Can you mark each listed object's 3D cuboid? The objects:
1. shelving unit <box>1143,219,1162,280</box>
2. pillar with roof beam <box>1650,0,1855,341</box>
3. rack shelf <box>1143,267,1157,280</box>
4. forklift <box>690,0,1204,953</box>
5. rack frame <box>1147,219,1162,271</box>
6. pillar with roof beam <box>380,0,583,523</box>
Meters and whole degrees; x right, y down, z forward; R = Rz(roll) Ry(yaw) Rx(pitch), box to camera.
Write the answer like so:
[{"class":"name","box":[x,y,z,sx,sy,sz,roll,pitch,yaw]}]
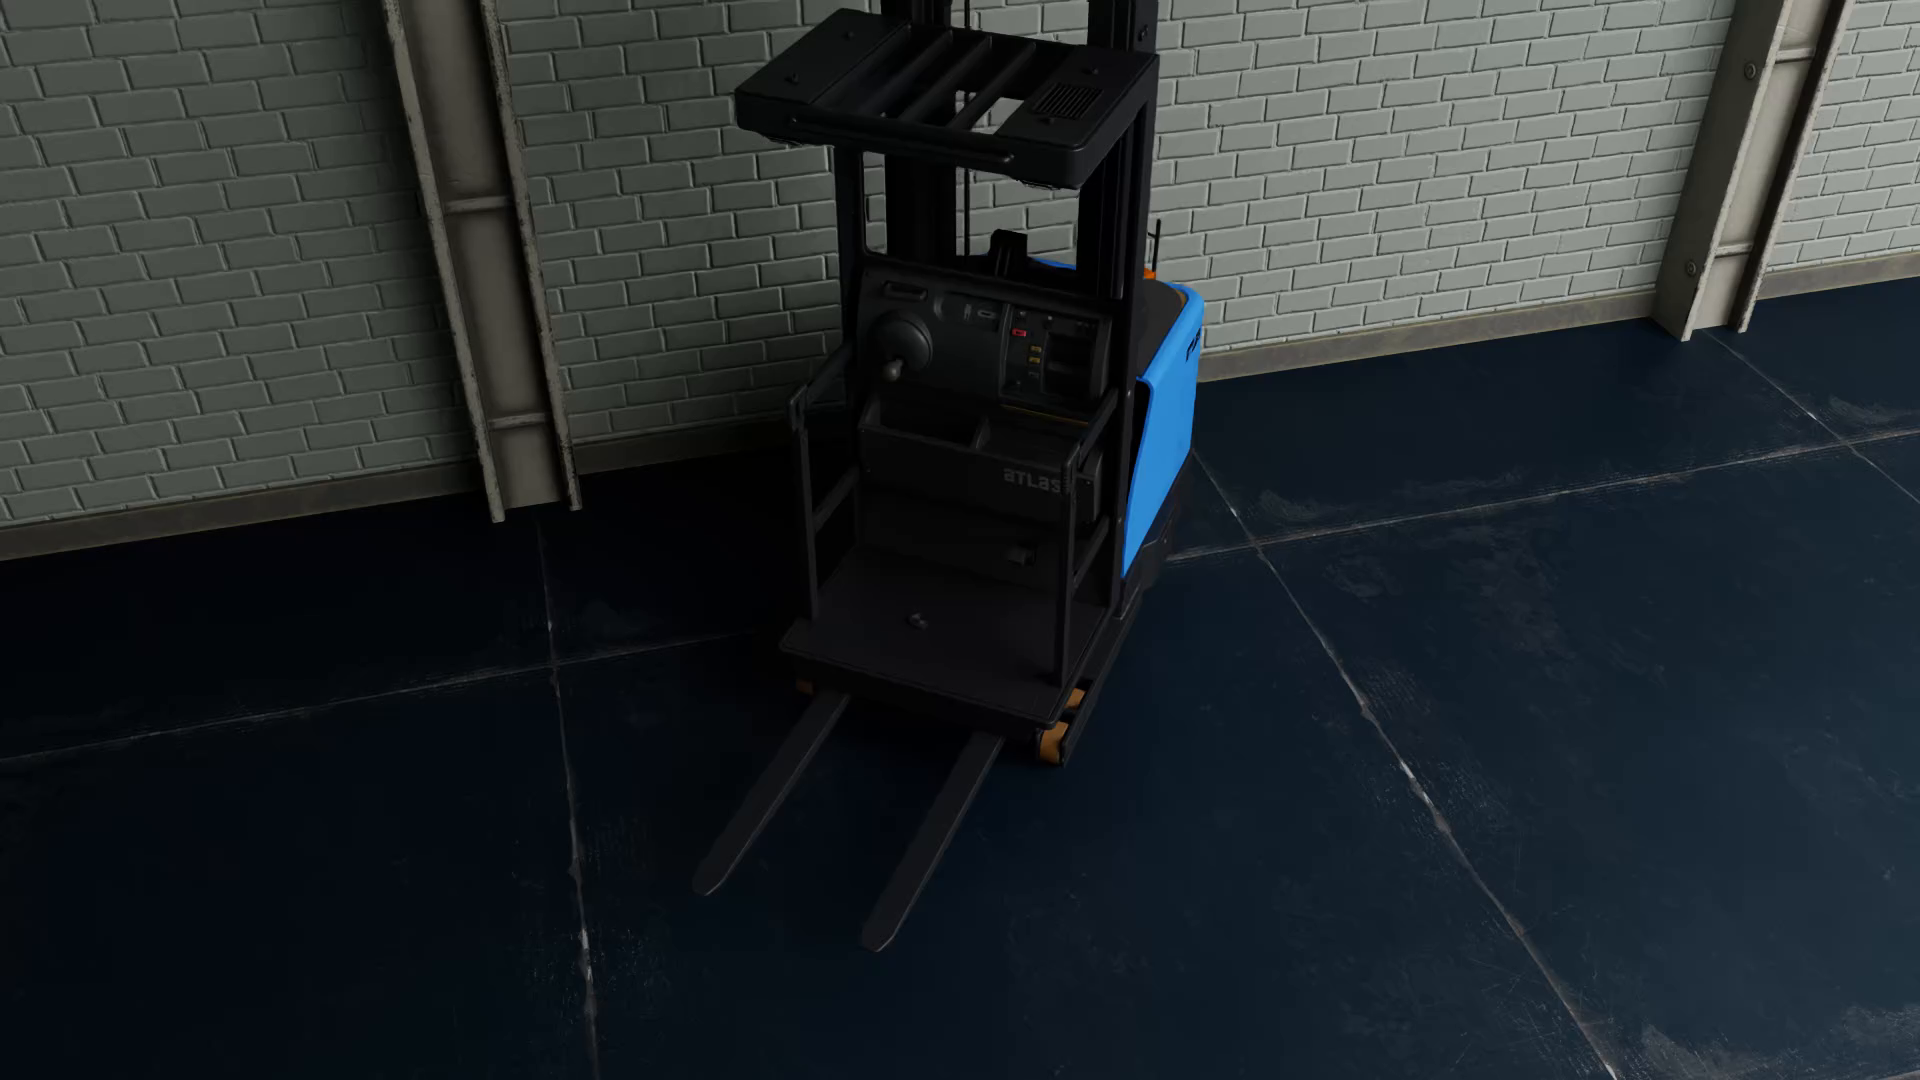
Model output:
[{"class":"shelving unit","box":[0.687,-0.884,7.413,0.189,1.200,0.258,-29,46,-35]},{"class":"pillar with roof beam","box":[4.997,-2.197,2.715,0.400,9.000,9.100,-9,38,-12]},{"class":"rack shelf","box":[0.696,-1.140,7.228,0.180,0.103,0.258,-29,46,-35]},{"class":"forklift","box":[-0.002,-0.626,5.656,1.130,2.935,3.031,14,40,17]},{"class":"rack frame","box":[0.753,-0.920,7.466,0.006,1.200,0.240,-29,46,-35]},{"class":"pillar with roof beam","box":[-0.796,-1.246,1.473,0.400,9.000,9.100,-9,38,-12]}]
